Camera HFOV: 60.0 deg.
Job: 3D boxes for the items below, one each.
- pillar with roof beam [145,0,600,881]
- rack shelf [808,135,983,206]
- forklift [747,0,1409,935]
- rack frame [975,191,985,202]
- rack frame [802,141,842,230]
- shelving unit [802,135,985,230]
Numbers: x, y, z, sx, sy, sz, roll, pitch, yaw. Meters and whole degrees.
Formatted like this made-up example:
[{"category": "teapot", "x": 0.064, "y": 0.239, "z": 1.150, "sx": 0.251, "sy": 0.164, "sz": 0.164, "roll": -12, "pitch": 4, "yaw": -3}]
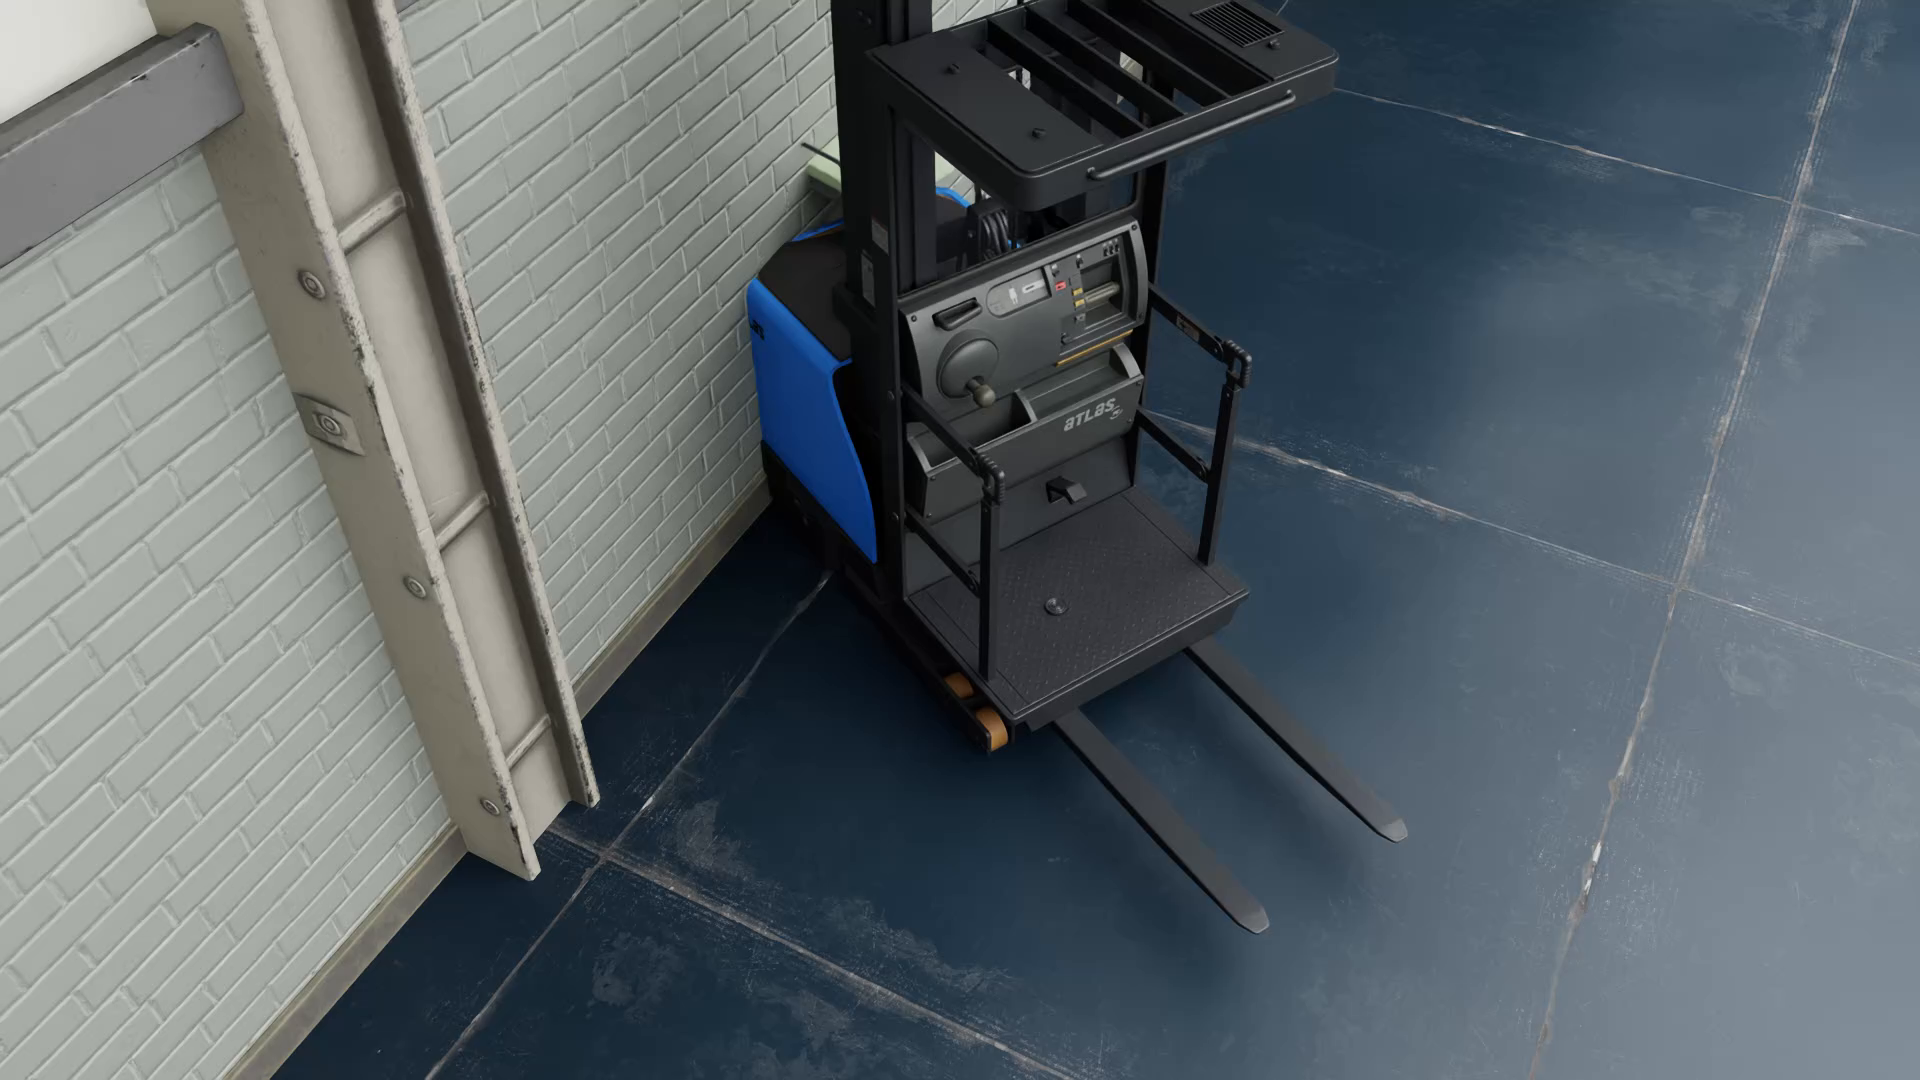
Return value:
[{"category": "pillar with roof beam", "x": 2.323, "y": -0.764, "z": 1.178, "sx": 9.100, "sy": 9.000, "sz": 0.400, "roll": 20, "pitch": 49, "yaw": 19}, {"category": "rack shelf", "x": -0.298, "y": -1.457, "z": 6.543, "sx": 0.431, "sy": 0.370, "sz": 0.720, "roll": 33, "pitch": 53, "yaw": 28}, {"category": "forklift", "x": 0.354, "y": -0.660, "z": 5.341, "sx": 1.130, "sy": 2.935, "sz": 3.031, "roll": -26, "pitch": 51, "yaw": -23}, {"category": "rack frame", "x": -0.055, "y": -1.369, "z": 7.011, "sx": 0.400, "sy": 1.500, "sz": 0.023, "roll": 33, "pitch": 53, "yaw": 28}, {"category": "rack frame", "x": -0.549, "y": -0.991, "z": 6.624, "sx": 0.400, "sy": 1.500, "sz": 0.023, "roll": 33, "pitch": 53, "yaw": 28}, {"category": "shelving unit", "x": -0.302, "y": -1.180, "z": 6.818, "sx": 0.431, "sy": 1.500, "sz": 0.755, "roll": 33, "pitch": 53, "yaw": 28}]
